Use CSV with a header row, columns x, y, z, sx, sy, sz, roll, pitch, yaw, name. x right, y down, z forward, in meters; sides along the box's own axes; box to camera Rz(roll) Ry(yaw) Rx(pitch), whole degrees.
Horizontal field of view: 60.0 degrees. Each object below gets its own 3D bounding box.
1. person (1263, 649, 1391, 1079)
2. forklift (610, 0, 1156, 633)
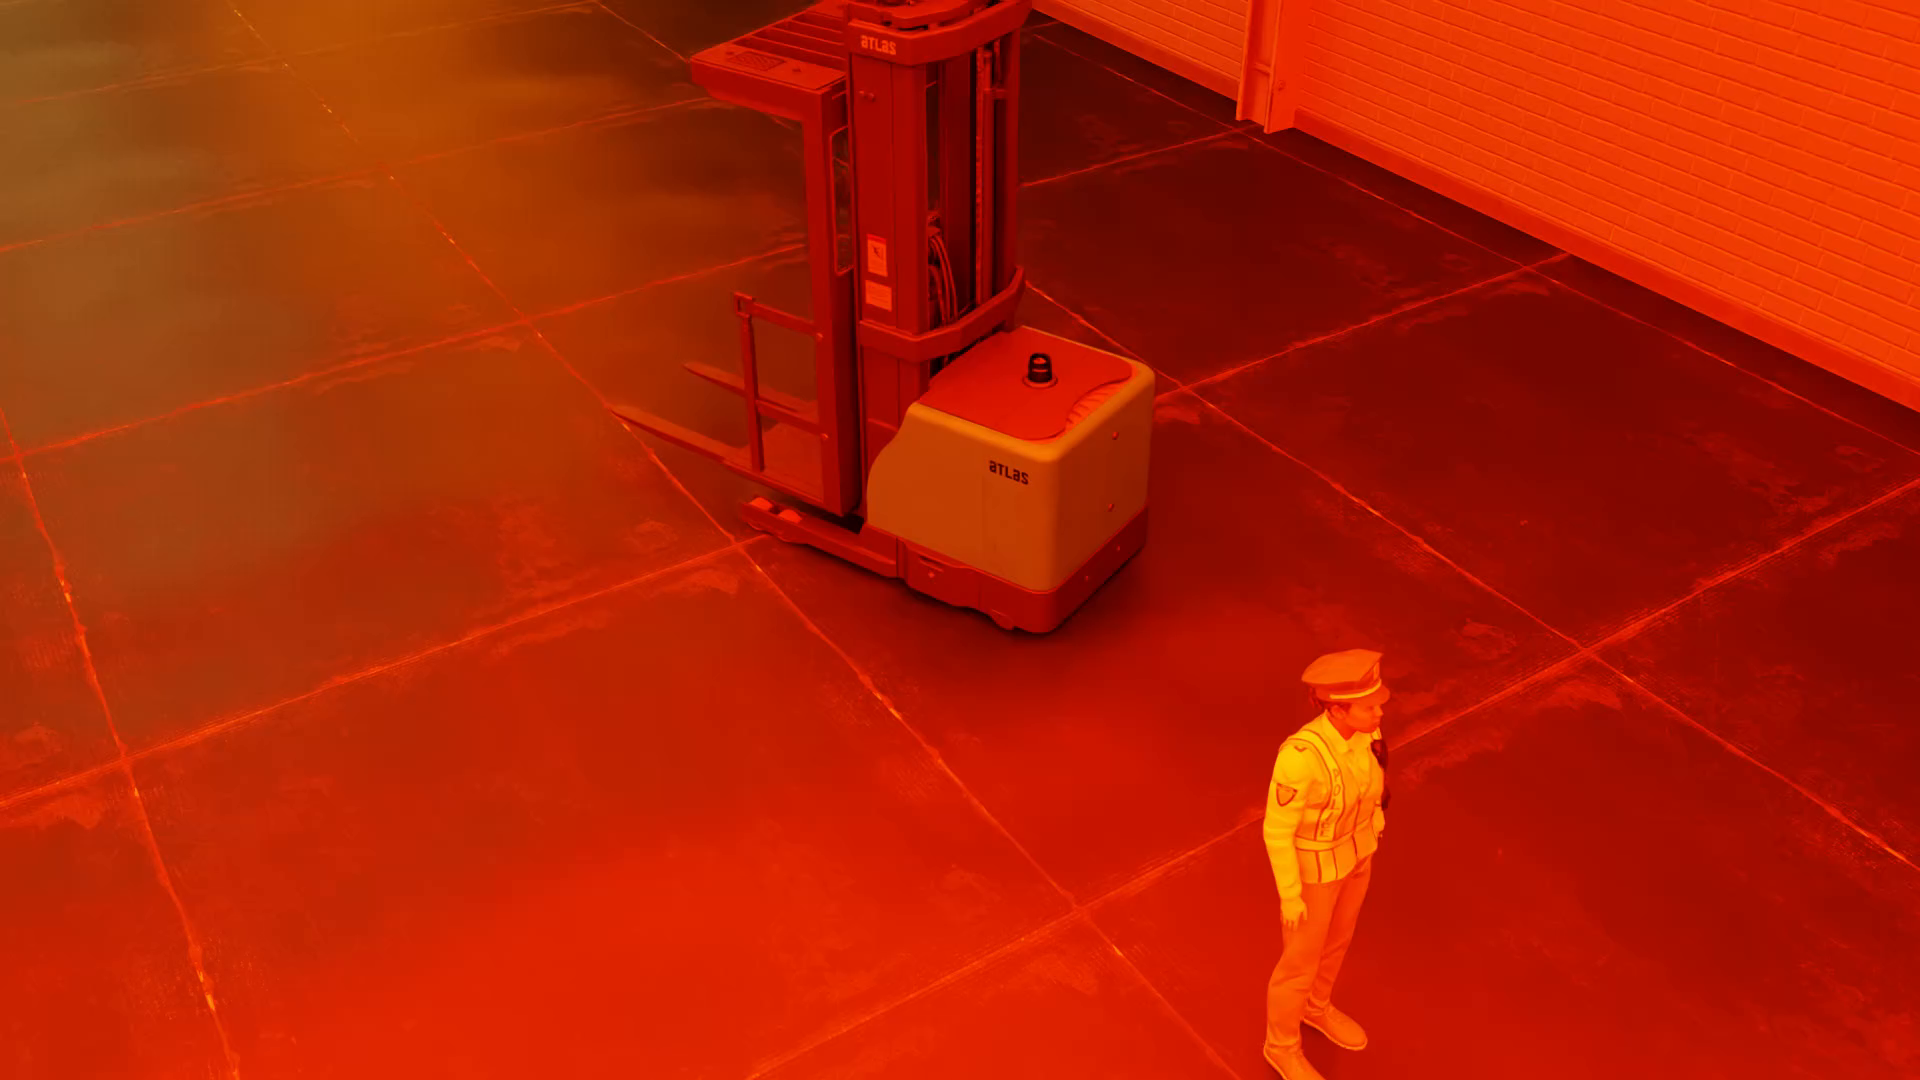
x,y,z,sx,sy,sz,roll,pitch,yaw,name
1.280,1.113,5.647,0.572,1.708,0.479,-28,44,-34,person
-0.541,-1.415,8.162,3.031,2.935,1.130,22,41,28,forklift
